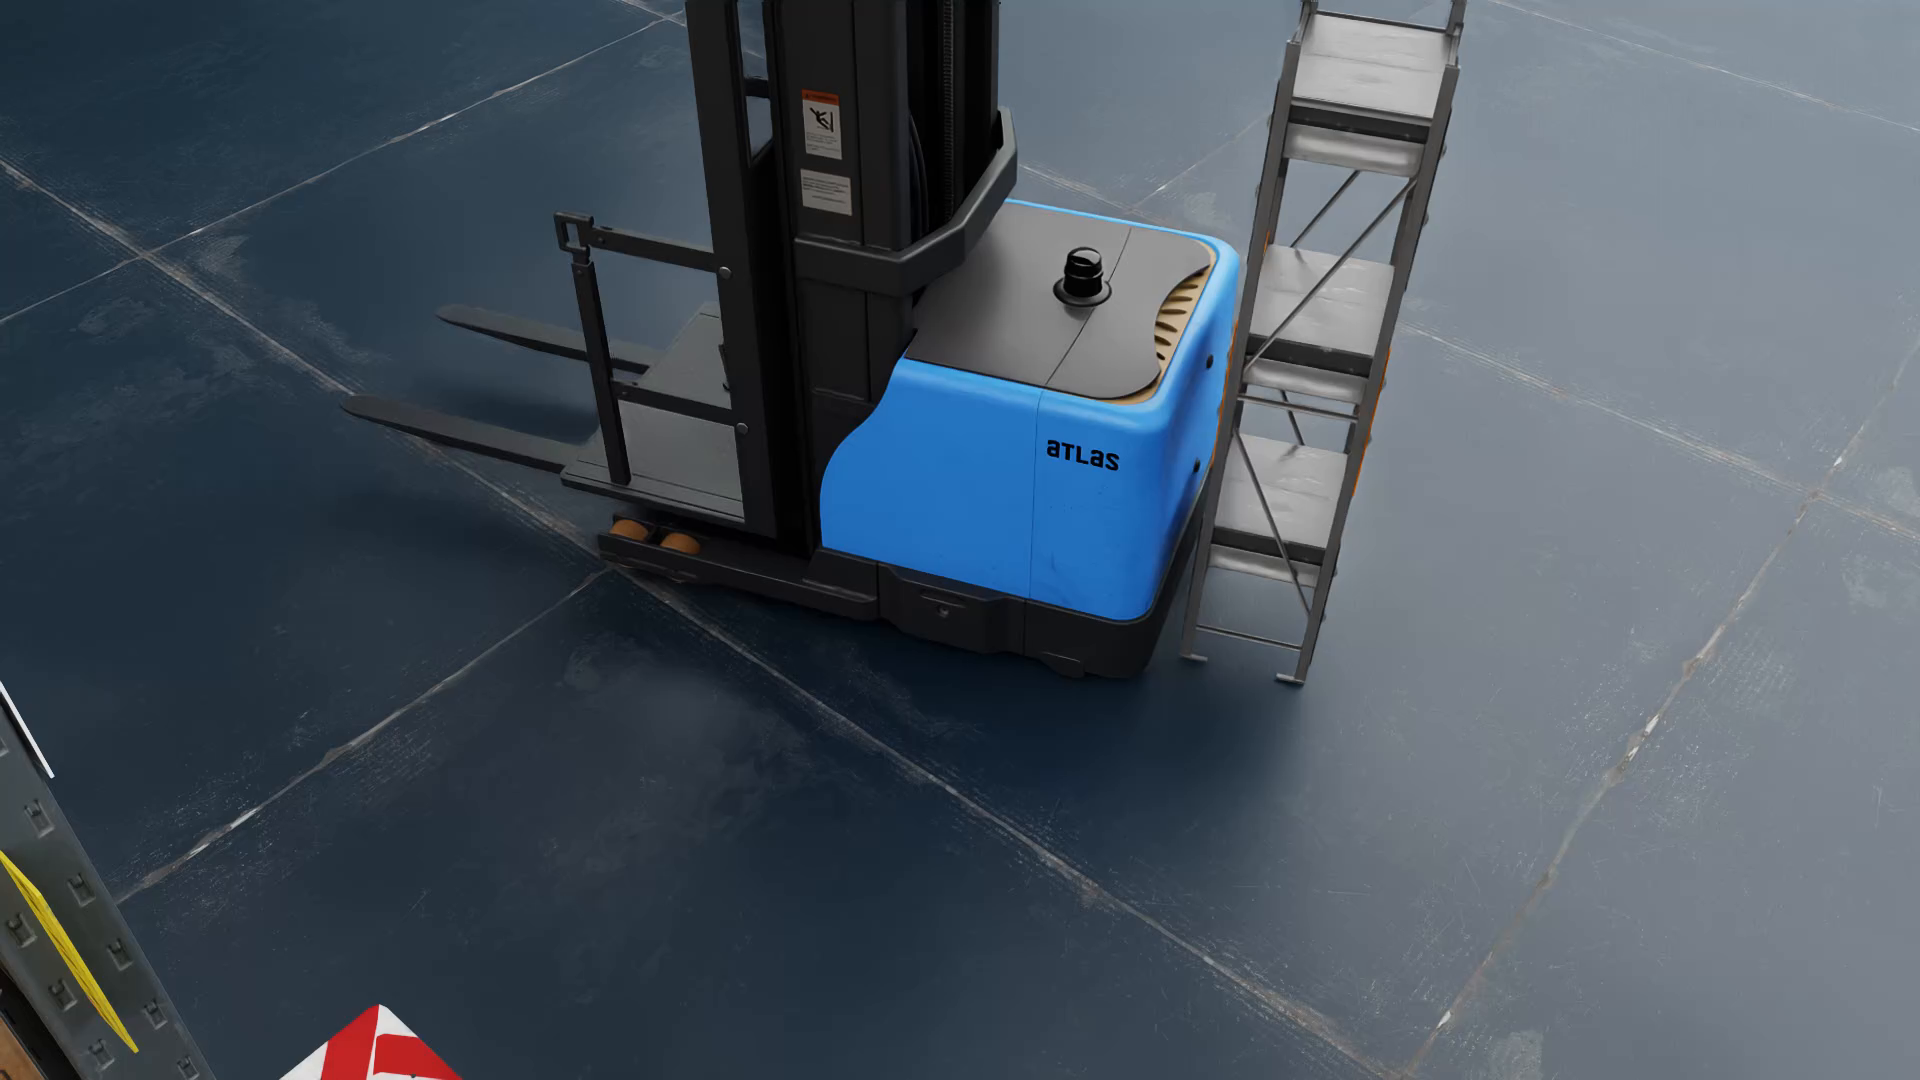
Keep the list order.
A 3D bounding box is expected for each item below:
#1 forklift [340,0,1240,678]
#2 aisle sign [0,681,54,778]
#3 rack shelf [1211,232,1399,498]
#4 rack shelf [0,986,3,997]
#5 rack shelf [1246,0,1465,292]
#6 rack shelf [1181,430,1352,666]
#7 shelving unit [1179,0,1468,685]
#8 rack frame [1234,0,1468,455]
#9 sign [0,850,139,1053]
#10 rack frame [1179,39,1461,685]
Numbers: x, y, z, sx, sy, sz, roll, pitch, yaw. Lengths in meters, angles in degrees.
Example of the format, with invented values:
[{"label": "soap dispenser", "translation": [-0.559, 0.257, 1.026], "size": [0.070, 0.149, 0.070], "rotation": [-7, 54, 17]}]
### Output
[{"label": "forklift", "translation": [-0.686, -1.261, 4.958], "size": [3.031, 2.935, 1.130], "rotation": [14, 44, 15]}, {"label": "aisle sign", "translation": [-1.175, -0.108, 1.707], "size": [0.394, 0.787, 0.004], "rotation": [29, 50, 28]}, {"label": "rack shelf", "translation": [0.994, -0.507, 4.756], "size": [0.431, 0.518, 0.480], "rotation": [12, 44, 10]}, {"label": "rack shelf", "translation": [-2.738, 2.056, 1.794], "size": [1.077, 0.370, 4.000], "rotation": [29, 50, 28]}, {"label": "rack shelf", "translation": [1.015, -1.020, 4.281], "size": [0.431, 0.518, 0.480], "rotation": [12, 44, 10]}, {"label": "rack shelf", "translation": [0.972, 0.006, 5.232], "size": [0.431, 0.518, 0.480], "rotation": [12, 44, 10]}, {"label": "shelving unit", "translation": [0.994, -0.517, 4.747], "size": [0.431, 2.100, 0.503], "rotation": [12, 44, 10]}, {"label": "rack frame", "translation": [1.061, -0.675, 4.920], "size": [0.400, 2.100, 0.015], "rotation": [12, 44, 10]}, {"label": "sign", "translation": [-1.044, 0.486, 1.949], "size": [0.100, 0.325, 0.005], "rotation": [29, 50, 28]}, {"label": "rack frame", "translation": [0.927, -0.359, 4.573], "size": [0.400, 2.100, 0.015], "rotation": [12, 44, 10]}]
